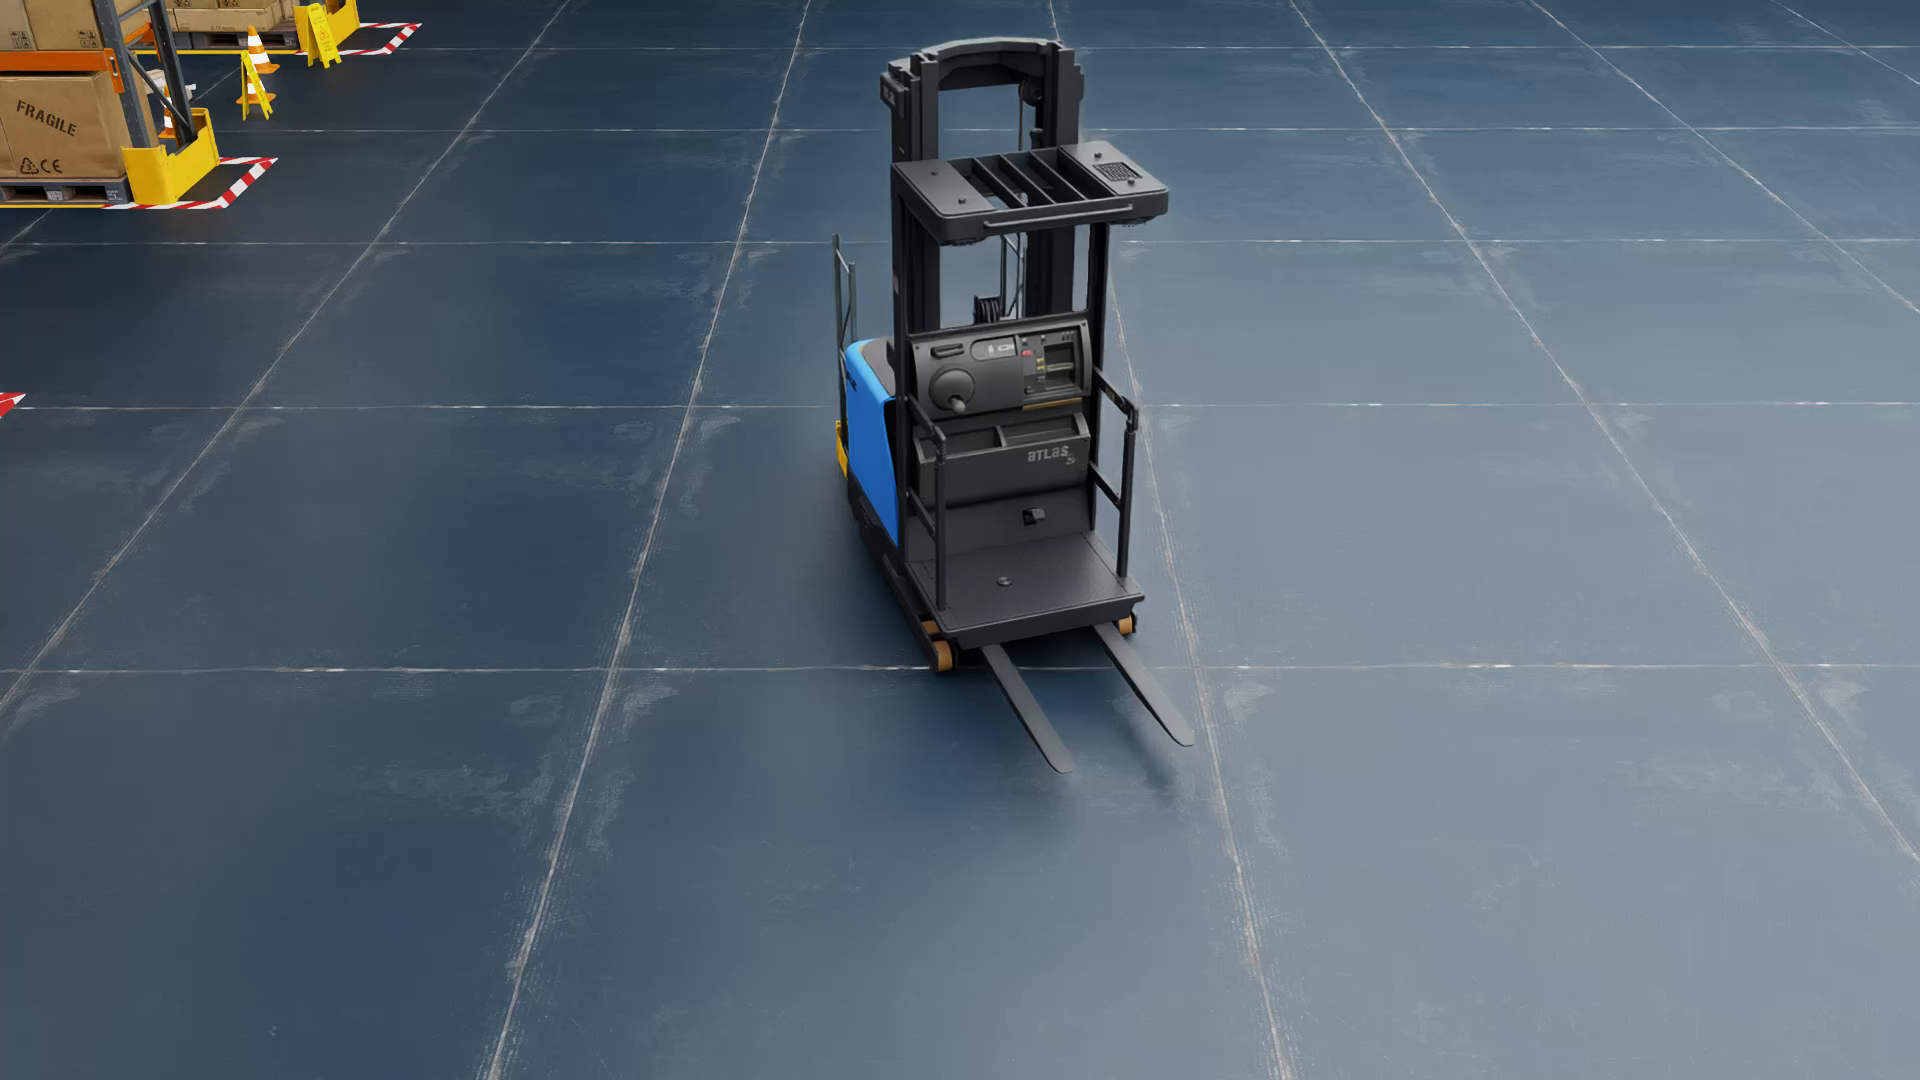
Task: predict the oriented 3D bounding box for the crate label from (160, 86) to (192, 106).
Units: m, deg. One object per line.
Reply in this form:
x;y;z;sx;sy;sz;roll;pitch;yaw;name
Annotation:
-8.028;-4.555;17.015;0.298;0.136;0.250;-17;35;-26;crate label

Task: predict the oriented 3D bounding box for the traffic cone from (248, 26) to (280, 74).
-7.588;-5.304;17.935;0.334;0.463;0.336;0;31;0;traffic cone

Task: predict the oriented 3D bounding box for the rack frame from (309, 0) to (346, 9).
-7.166;-7.059;18.382;0.127;3.000;1.000;0;31;0;rack frame

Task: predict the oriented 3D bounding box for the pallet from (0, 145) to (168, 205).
-7.834;-3.256;14.803;1.213;0.211;1.003;0;31;0;pallet

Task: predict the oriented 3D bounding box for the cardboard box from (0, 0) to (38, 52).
-7.956;-4.518;14.049;0.550;0.550;0.875;0;31;0;cardboard box

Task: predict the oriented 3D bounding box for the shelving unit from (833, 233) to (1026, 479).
-0.182;-1.092;9.993;1.083;1.500;0.587;-8;32;-13;shelving unit

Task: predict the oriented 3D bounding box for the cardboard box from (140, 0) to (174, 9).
-8.992;-6.244;18.562;0.500;0.500;0.500;-1;31;-1;cardboard box

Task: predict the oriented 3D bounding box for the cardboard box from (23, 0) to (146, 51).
-7.406;-4.531;14.071;0.550;0.550;0.875;0;31;0;cardboard box

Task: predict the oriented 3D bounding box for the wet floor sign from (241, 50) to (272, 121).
-7.018;-4.512;16.454;0.232;0.644;0.267;-5;32;-9;wet floor sign

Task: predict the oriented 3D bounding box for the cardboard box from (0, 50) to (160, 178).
-7.713;-3.726;14.533;0.875;0.875;0.875;0;31;0;cardboard box

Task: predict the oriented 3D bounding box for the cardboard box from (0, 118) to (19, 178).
-8.593;-3.723;14.526;0.875;0.875;0.875;-1;31;-1;cardboard box

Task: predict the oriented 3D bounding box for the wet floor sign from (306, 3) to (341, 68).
-6.970;-5.498;18.079;0.232;0.644;0.267;10;33;17;wet floor sign

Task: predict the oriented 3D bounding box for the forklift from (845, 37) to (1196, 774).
0.286;-0.812;8.152;1.130;2.935;3.031;-10;33;-16;forklift

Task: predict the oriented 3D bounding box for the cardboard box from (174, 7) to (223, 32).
-8.491;-5.923;18.756;0.500;0.250;0.500;0;31;0;cardboard box

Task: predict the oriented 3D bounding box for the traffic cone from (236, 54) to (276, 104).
-7.242;-4.729;16.988;0.334;0.463;0.336;0;31;0;traffic cone

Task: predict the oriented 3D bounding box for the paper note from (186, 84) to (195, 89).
-8.099;-4.754;17.445;0.142;0.019;0.148;-11;33;-17;paper note

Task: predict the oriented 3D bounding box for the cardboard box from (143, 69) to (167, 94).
-8.464;-4.788;17.388;0.250;0.149;0.380;16;35;25;cardboard box

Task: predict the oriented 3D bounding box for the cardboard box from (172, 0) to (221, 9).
-8.488;-6.242;18.559;0.500;0.500;0.500;1;31;2;cardboard box

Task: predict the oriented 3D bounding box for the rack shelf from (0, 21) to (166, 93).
-9.035;-4.178;14.327;4.000;0.370;1.077;0;31;0;rack shelf

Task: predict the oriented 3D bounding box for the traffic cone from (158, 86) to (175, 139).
-7.575;-4.142;16.020;0.334;0.463;0.336;0;31;0;traffic cone

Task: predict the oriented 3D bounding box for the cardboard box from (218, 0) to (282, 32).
-7.997;-5.921;18.752;0.500;0.250;0.500;0;31;-1;cardboard box

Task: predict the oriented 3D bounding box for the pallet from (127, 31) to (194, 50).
-9.272;-5.880;19.127;1.213;0.211;1.003;0;31;0;pallet

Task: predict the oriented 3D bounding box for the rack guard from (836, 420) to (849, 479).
-0.664;-0.491;10.207;0.087;0.250;0.587;-8;32;-13;rack guard

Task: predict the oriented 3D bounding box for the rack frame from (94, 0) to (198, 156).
-7.035;-4.492;14.150;0.127;3.000;1.000;0;31;0;rack frame

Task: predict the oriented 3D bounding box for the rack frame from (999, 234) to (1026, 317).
0.318;-1.161;10.107;0.032;1.500;0.500;-8;32;-13;rack frame

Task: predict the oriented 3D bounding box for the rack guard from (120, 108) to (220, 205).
-7.011;-3.423;14.799;0.348;0.500;1.175;0;31;0;rack guard

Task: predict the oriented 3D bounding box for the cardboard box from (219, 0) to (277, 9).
-7.966;-6.246;18.565;0.500;0.500;0.500;0;31;0;cardboard box

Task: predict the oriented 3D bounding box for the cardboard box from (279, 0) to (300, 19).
-7.975;-6.204;19.218;0.500;0.250;0.500;0;31;-1;cardboard box

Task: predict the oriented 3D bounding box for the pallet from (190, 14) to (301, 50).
-8.055;-5.882;19.131;1.213;0.211;1.003;0;31;0;pallet

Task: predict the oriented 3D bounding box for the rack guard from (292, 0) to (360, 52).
-7.242;-5.990;19.030;0.348;0.500;1.175;0;31;0;rack guard

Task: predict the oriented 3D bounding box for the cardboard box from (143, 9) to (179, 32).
-9.014;-5.919;18.749;0.500;0.250;0.500;-1;31;-2;cardboard box

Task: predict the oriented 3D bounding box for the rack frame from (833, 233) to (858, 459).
-0.665;-1.025;9.883;0.032;1.500;0.500;-8;32;-13;rack frame

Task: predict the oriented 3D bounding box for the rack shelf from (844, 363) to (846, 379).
-0.174;-0.939;10.088;1.000;0.185;0.538;-8;32;-13;rack shelf
